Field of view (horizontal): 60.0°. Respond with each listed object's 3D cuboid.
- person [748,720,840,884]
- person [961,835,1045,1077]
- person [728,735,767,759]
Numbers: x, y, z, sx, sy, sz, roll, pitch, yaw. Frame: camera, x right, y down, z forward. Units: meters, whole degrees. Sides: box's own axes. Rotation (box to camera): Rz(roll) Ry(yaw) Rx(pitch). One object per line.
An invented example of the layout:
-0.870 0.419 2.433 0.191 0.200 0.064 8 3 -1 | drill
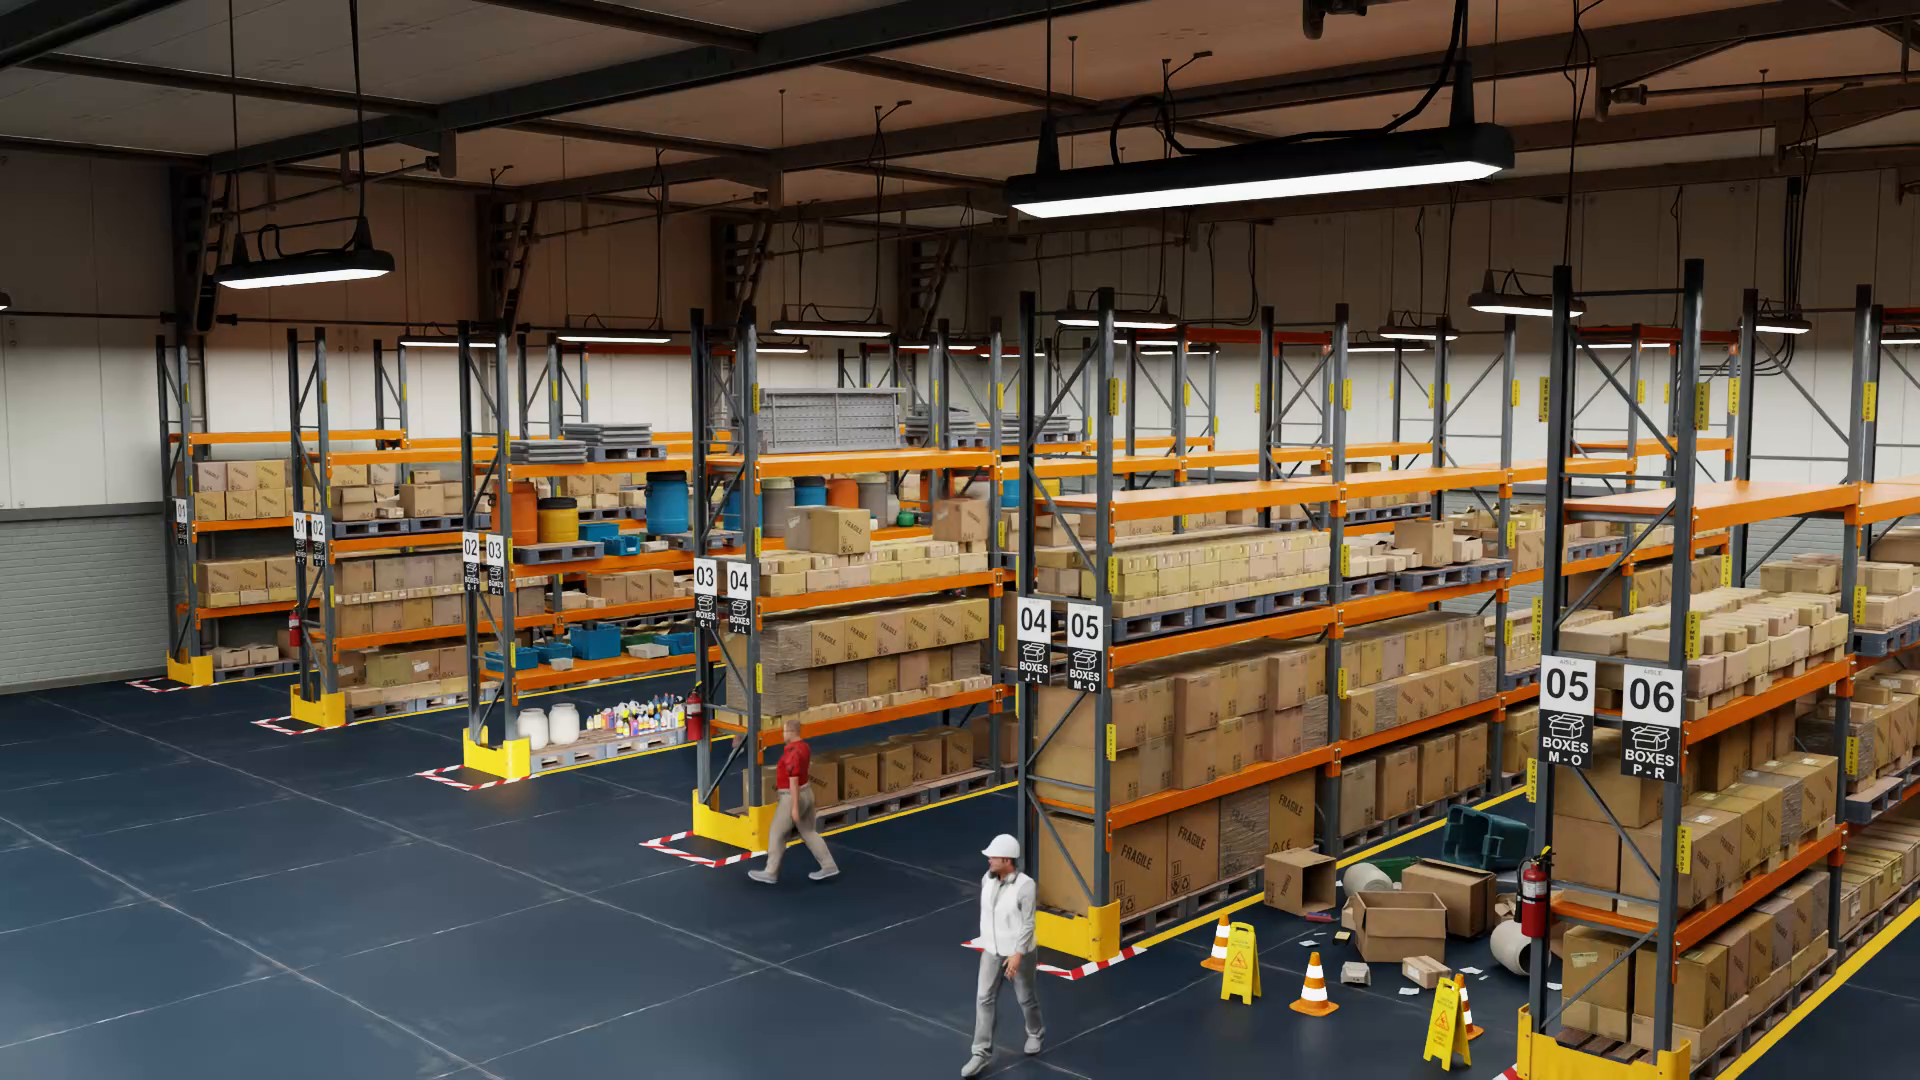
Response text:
-1.721 2.704 17.239 0.887 1.705 0.529 2 6 20 | person
0.328 3.094 12.589 0.568 1.733 0.921 4 7 34 | person
-2.932 2.173 23.127 0.465 1.687 0.690 2 6 21 | person
